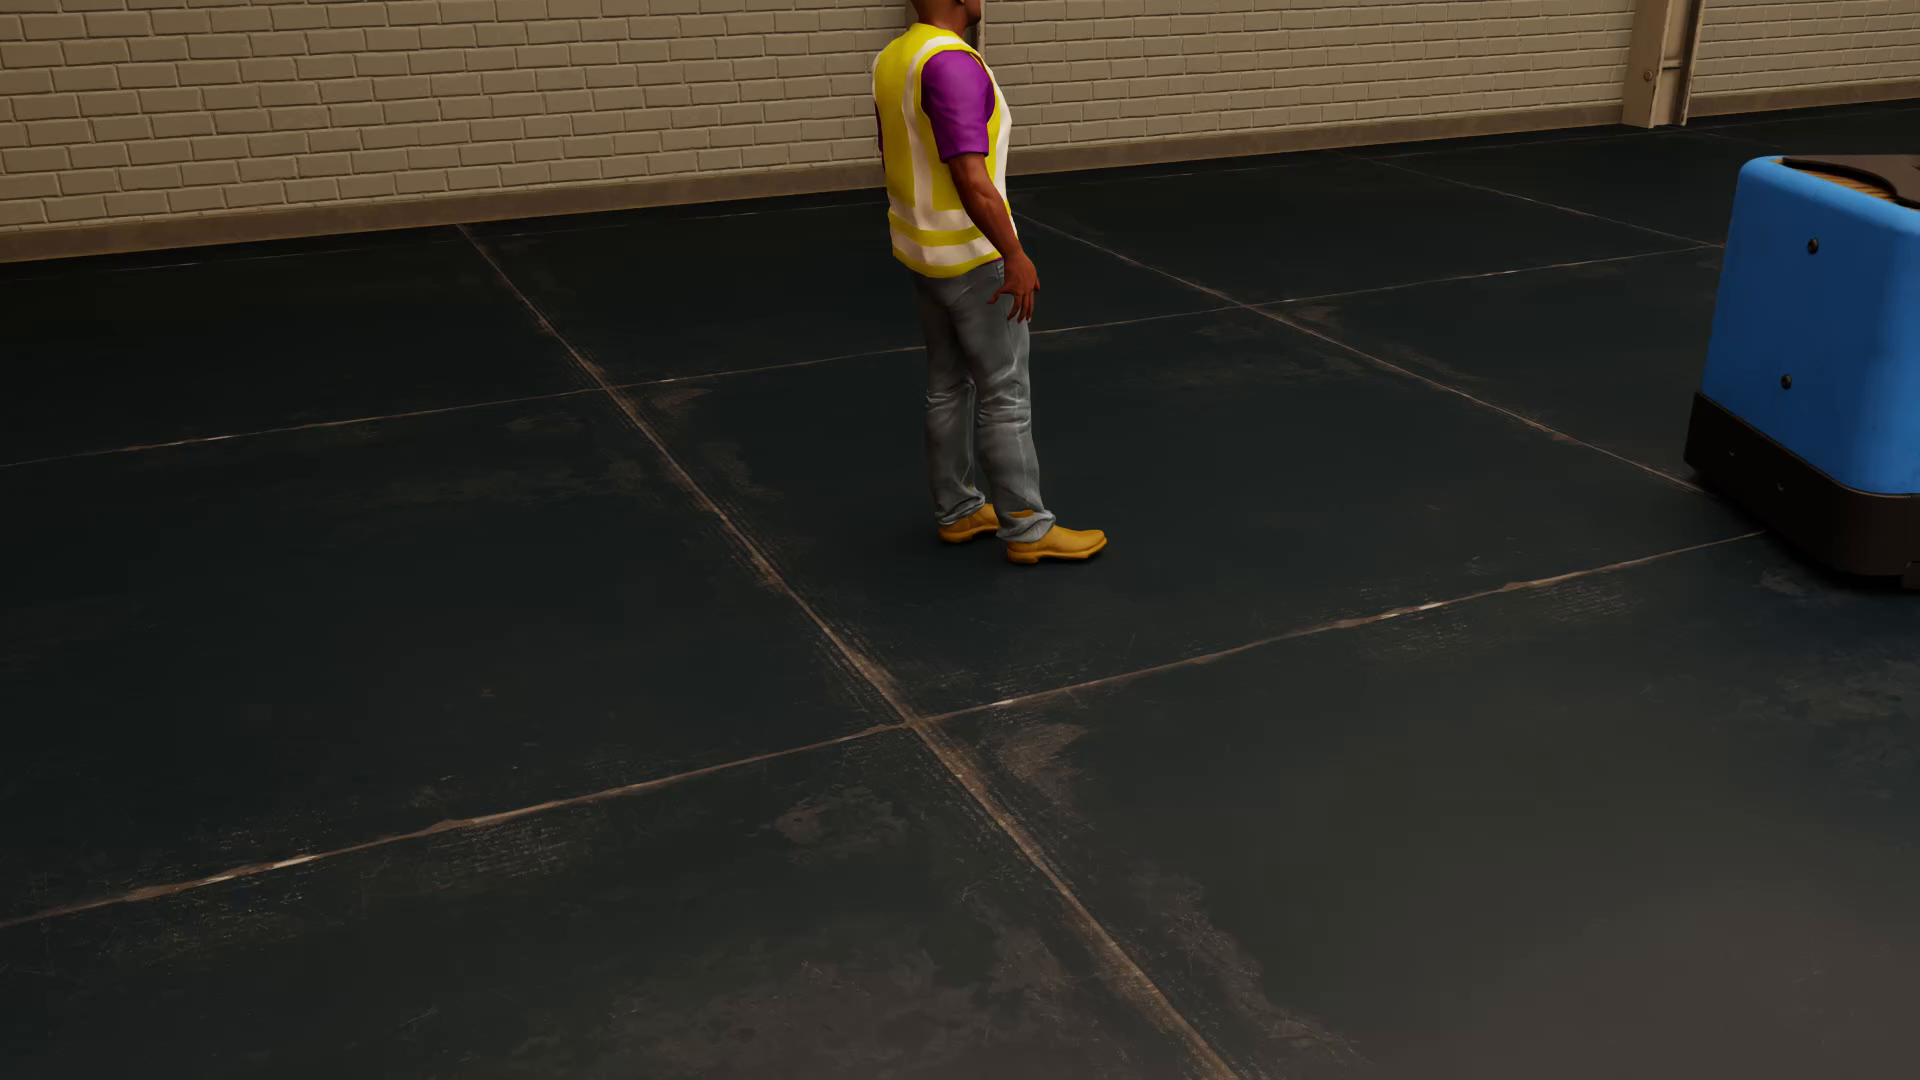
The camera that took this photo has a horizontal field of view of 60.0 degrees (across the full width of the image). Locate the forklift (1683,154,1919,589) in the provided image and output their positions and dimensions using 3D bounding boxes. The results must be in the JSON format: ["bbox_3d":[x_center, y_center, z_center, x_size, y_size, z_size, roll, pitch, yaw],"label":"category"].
[{"bbox_3d":[3.954,-1.415,4.692,3.031,2.935,1.130,-1,23,-3],"label":"forklift"}]

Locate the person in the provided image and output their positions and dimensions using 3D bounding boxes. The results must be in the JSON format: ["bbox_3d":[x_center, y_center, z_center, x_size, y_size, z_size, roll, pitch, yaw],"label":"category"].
[{"bbox_3d":[0.065,-0.831,4.787,0.577,1.765,0.665,-10,25,-23],"label":"person"}]
